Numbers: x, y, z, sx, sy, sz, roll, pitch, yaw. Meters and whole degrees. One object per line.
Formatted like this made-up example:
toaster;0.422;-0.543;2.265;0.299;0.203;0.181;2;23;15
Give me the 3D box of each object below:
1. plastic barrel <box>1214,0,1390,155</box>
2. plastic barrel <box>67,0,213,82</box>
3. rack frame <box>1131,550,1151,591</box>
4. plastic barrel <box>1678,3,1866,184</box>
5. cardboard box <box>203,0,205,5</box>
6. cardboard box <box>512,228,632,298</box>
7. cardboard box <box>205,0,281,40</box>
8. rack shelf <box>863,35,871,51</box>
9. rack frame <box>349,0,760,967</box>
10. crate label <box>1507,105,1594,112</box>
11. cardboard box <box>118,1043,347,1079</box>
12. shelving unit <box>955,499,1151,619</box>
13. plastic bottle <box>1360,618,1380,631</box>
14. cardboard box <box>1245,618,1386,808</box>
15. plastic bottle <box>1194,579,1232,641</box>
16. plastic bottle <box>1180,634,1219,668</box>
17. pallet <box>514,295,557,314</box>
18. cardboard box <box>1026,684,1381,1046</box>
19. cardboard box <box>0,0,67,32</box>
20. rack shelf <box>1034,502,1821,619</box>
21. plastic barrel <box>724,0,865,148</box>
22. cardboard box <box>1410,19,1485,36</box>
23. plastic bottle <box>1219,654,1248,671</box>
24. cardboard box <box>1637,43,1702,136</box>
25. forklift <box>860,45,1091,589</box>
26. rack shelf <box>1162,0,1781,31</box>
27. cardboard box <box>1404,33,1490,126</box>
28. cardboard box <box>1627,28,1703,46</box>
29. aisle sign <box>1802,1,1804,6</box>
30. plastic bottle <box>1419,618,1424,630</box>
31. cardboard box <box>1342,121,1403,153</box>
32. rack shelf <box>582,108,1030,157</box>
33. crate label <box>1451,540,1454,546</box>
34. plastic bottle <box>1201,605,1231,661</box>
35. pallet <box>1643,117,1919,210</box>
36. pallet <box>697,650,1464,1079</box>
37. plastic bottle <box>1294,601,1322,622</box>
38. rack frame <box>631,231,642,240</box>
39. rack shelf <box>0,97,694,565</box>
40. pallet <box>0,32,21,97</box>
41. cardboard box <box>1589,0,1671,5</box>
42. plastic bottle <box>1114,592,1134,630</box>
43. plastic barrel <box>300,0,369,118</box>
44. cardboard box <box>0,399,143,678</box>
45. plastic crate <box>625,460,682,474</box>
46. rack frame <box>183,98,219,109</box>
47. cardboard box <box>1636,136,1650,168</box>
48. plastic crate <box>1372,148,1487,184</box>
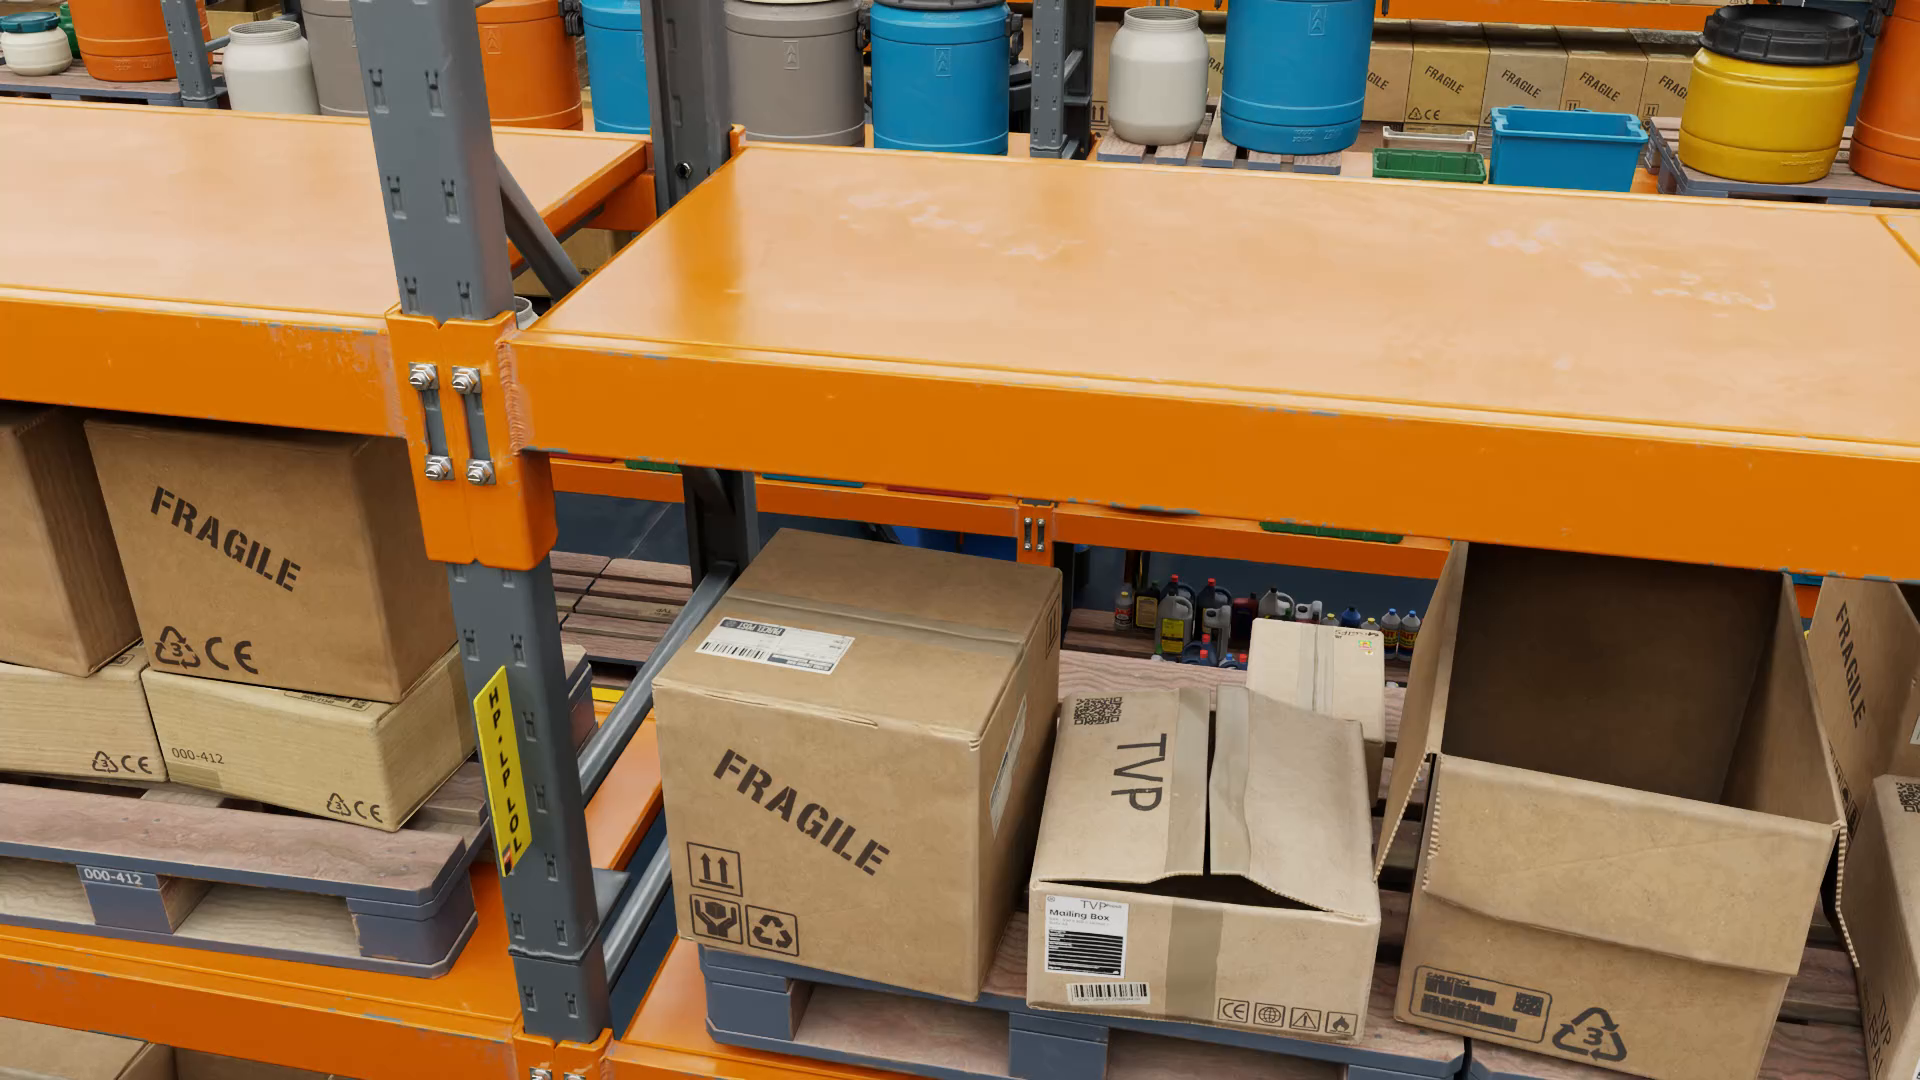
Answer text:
plastic barrel;1.409;-2.122;6.919;0.708;0.901;0.600;6;29;11
plastic barrel;-4.008;-2.700;8.049;0.708;0.830;0.600;6;29;11
rack frame;1.020;-0.293;8.995;0.032;1.500;0.500;2;27;0
plastic barrel;3.229;-1.788;6.635;0.600;0.588;0.600;0;29;0
cardboard box;-8.351;-6.046;18.431;0.250;0.149;0.380;5;29;9
cardboard box;-3.090;-2.610;13.670;0.875;0.875;1.225;5;29;8
cardboard box;-5.705;-4.104;13.474;0.637;0.503;0.797;5;29;9
rack shelf;0.671;-5.082;17.159;4.000;0.370;1.077;6;29;11
rack frame;-0.580;-0.858;2.446;0.127;3.000;1.000;6;29;11
crate label;2.608;-1.744;7.344;0.408;0.251;0.502;6;29;11
cardboard box;-1.843;1.593;4.113;0.500;0.500;0.500;8;30;14
shelving unit;0.503;-0.314;8.998;1.083;1.500;0.587;2;27;0
plastic bottle;2.132;0.501;8.667;0.097;0.201;0.097;0;29;0
cardboard box;0.657;0.315;3.105;0.250;0.149;0.380;6;29;11
plastic bottle;1.336;0.365;8.759;0.185;0.351;0.144;4;29;8
plastic bottle;1.191;0.625;8.285;0.185;0.351;0.144;6;29;11
pallet;-3.175;-2.170;13.995;1.213;0.211;1.003;6;29;11
cardboard box;0.386;0.480;2.635;0.500;0.311;0.500;4;29;8
cardboard box;-7.736;-4.345;14.128;0.500;0.500;0.500;5;29;9
rack shelf;2.414;-0.036;7.941;4.000;0.370;1.077;6;29;11
plastic barrel;-0.724;-2.102;7.321;0.600;0.901;0.600;0;29;0
cardboard box;3.456;-3.423;11.924;0.500;0.500;0.500;6;29;11
plastic bottle;1.346;0.712;8.127;0.185;0.351;0.144;5;29;8
cardboard box;4.815;-3.029;11.204;0.500;0.500;0.500;6;29;11
forklift;-0.198;-1.569;10.064;1.130;2.935;3.031;-9;30;-16
rack shelf;3.448;-3.678;11.469;4.000;0.370;1.077;6;29;11
cardboard box;3.349;-3.182;11.483;0.500;0.500;0.500;6;29;11
cardboard box;4.923;-3.273;11.650;0.500;0.500;0.500;6;29;11
aisle sign;5.402;-3.470;10.758;0.004;0.787;0.394;6;29;11
plastic bottle;2.444;0.488;8.605;0.133;0.283;0.061;6;29;11
cardboard box;2.911;-2.909;12.025;0.500;0.500;0.875;6;29;11
rack shelf;-1.498;-1.753;7.953;4.000;0.370;1.077;6;29;11
crate label;2.514;-0.224;7.499;0.616;0.435;0.502;6;29;11
plastic bottle;1.330;0.470;8.645;0.135;0.276;0.152;6;29;11
pallet;3.581;-1.513;6.962;1.213;0.211;1.003;6;29;11
pallet;0.260;0.570;3.053;1.213;0.211;1.003;6;29;11
plastic bottle;1.810;0.449;8.685;0.135;0.276;0.152;6;29;11
rack frame;-2.419;-3.279;13.116;0.127;3.000;1.000;6;29;11
rack shelf;-2.536;-0.567;3.081;4.000;0.370;1.077;6;29;11
pallet;-5.469;-2.442;8.660;1.213;0.211;1.003;6;29;11
cardboard box;4.391;-3.705;10.926;0.500;0.250;0.500;6;29;11
plastic bottle;0.878;0.373;8.902;0.097;0.201;0.097;0;29;0
plastic barrel;-2.696;-2.304;7.690;0.600;0.901;0.600;0;29;0
cardboard box;-1.737;-0.116;3.152;0.500;0.500;0.500;9;30;15
plastic crate;-1.304;-0.501;8.262;0.662;0.188;0.450;6;29;11
rack frame;-3.454;-0.953;8.867;0.127;3.000;1.000;6;29;11
cardboard box;4.872;-2.719;11.679;0.500;0.500;0.875;6;29;11
plastic crate;1.944;-1.489;6.943;0.450;0.188;0.336;6;29;11
